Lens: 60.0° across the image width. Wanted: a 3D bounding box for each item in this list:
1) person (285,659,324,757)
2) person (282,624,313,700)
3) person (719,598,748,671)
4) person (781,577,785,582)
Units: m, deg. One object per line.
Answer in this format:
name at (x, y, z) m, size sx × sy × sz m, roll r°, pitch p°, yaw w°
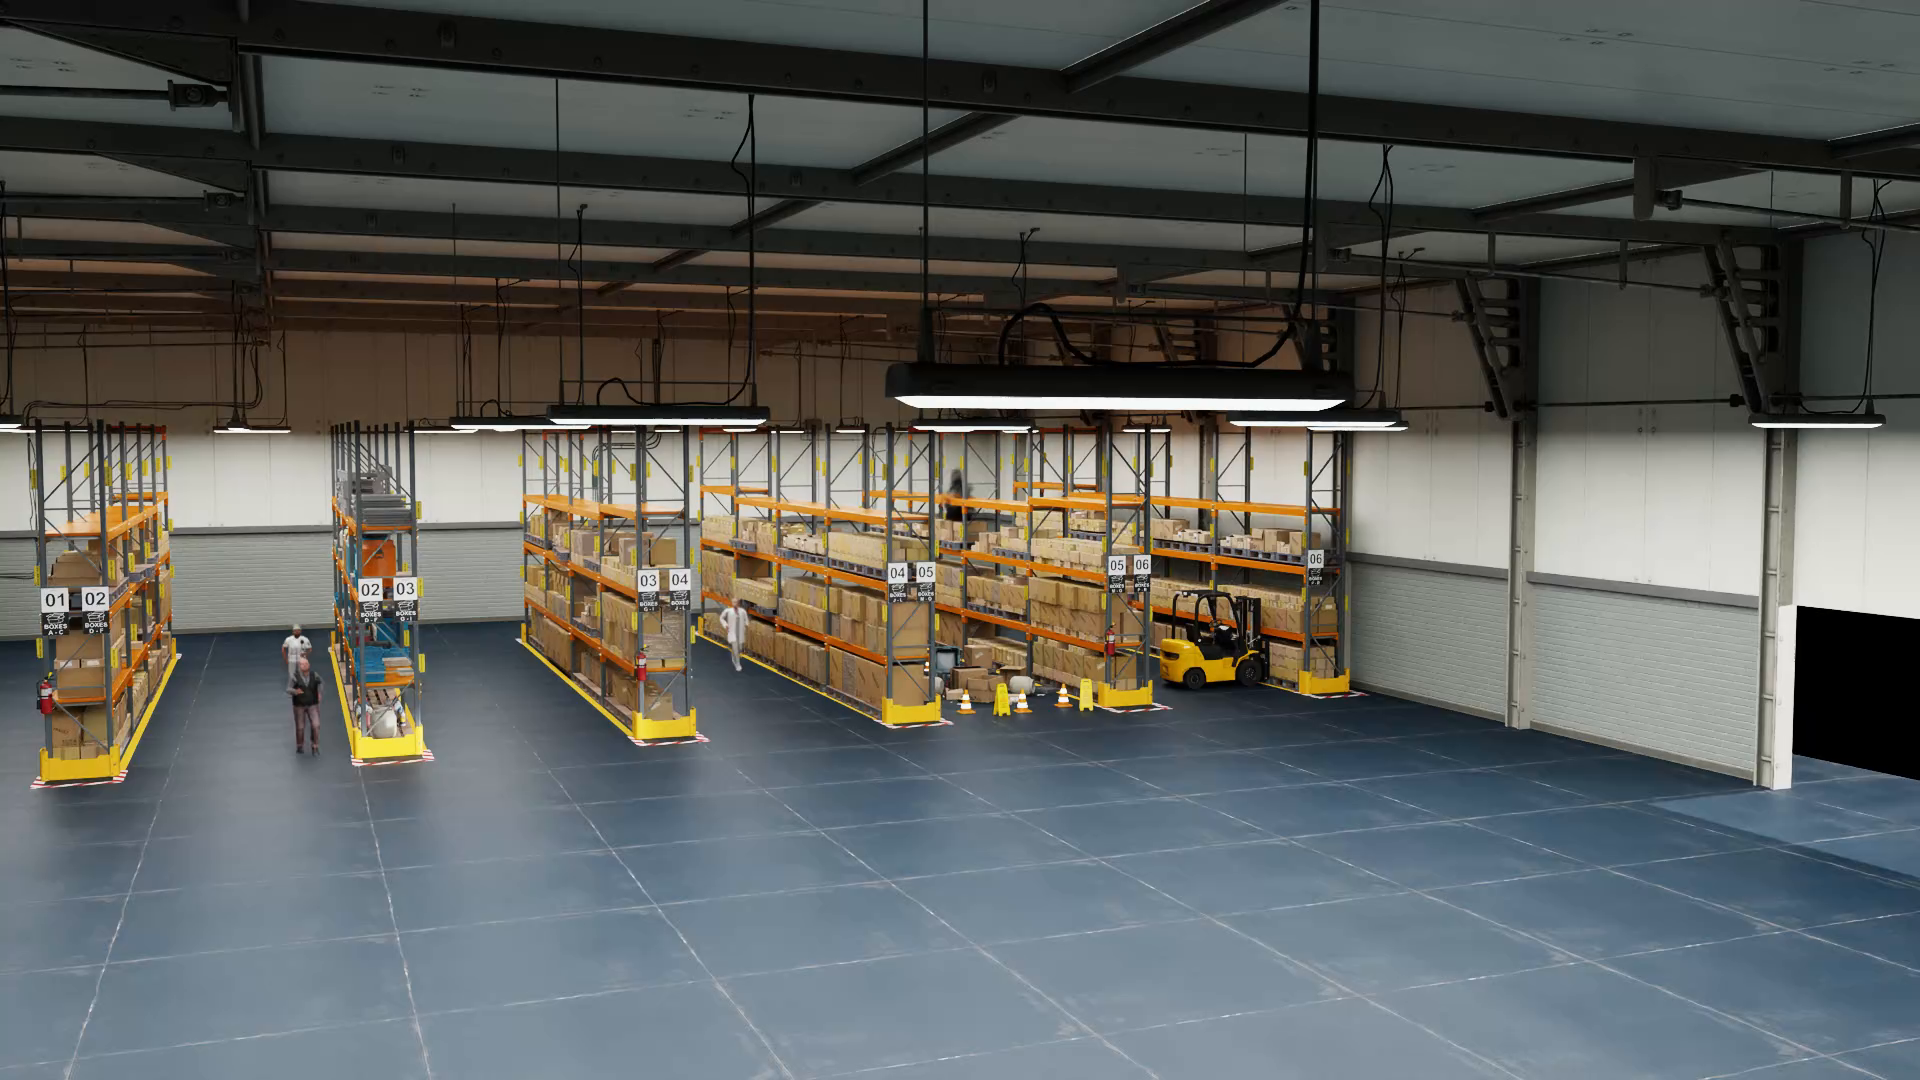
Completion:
person at (-11.688, 3.007, 29.724) m, size 0.672 × 1.770 × 0.682 m, roll -2°, pitch 4°, yaw -27°
person at (-14.284, 2.635, 35.852) m, size 0.628 × 1.670 × 0.546 m, roll -1°, pitch 4°, yaw -19°
person at (-5.534, 2.305, 40.876) m, size 0.711 × 1.769 × 0.899 m, roll -2°, pitch 4°, yaw -24°
person at (-5.226, 1.889, 48.238) m, size 0.656 × 1.645 × 0.598 m, roll -3°, pitch 5°, yaw -40°
